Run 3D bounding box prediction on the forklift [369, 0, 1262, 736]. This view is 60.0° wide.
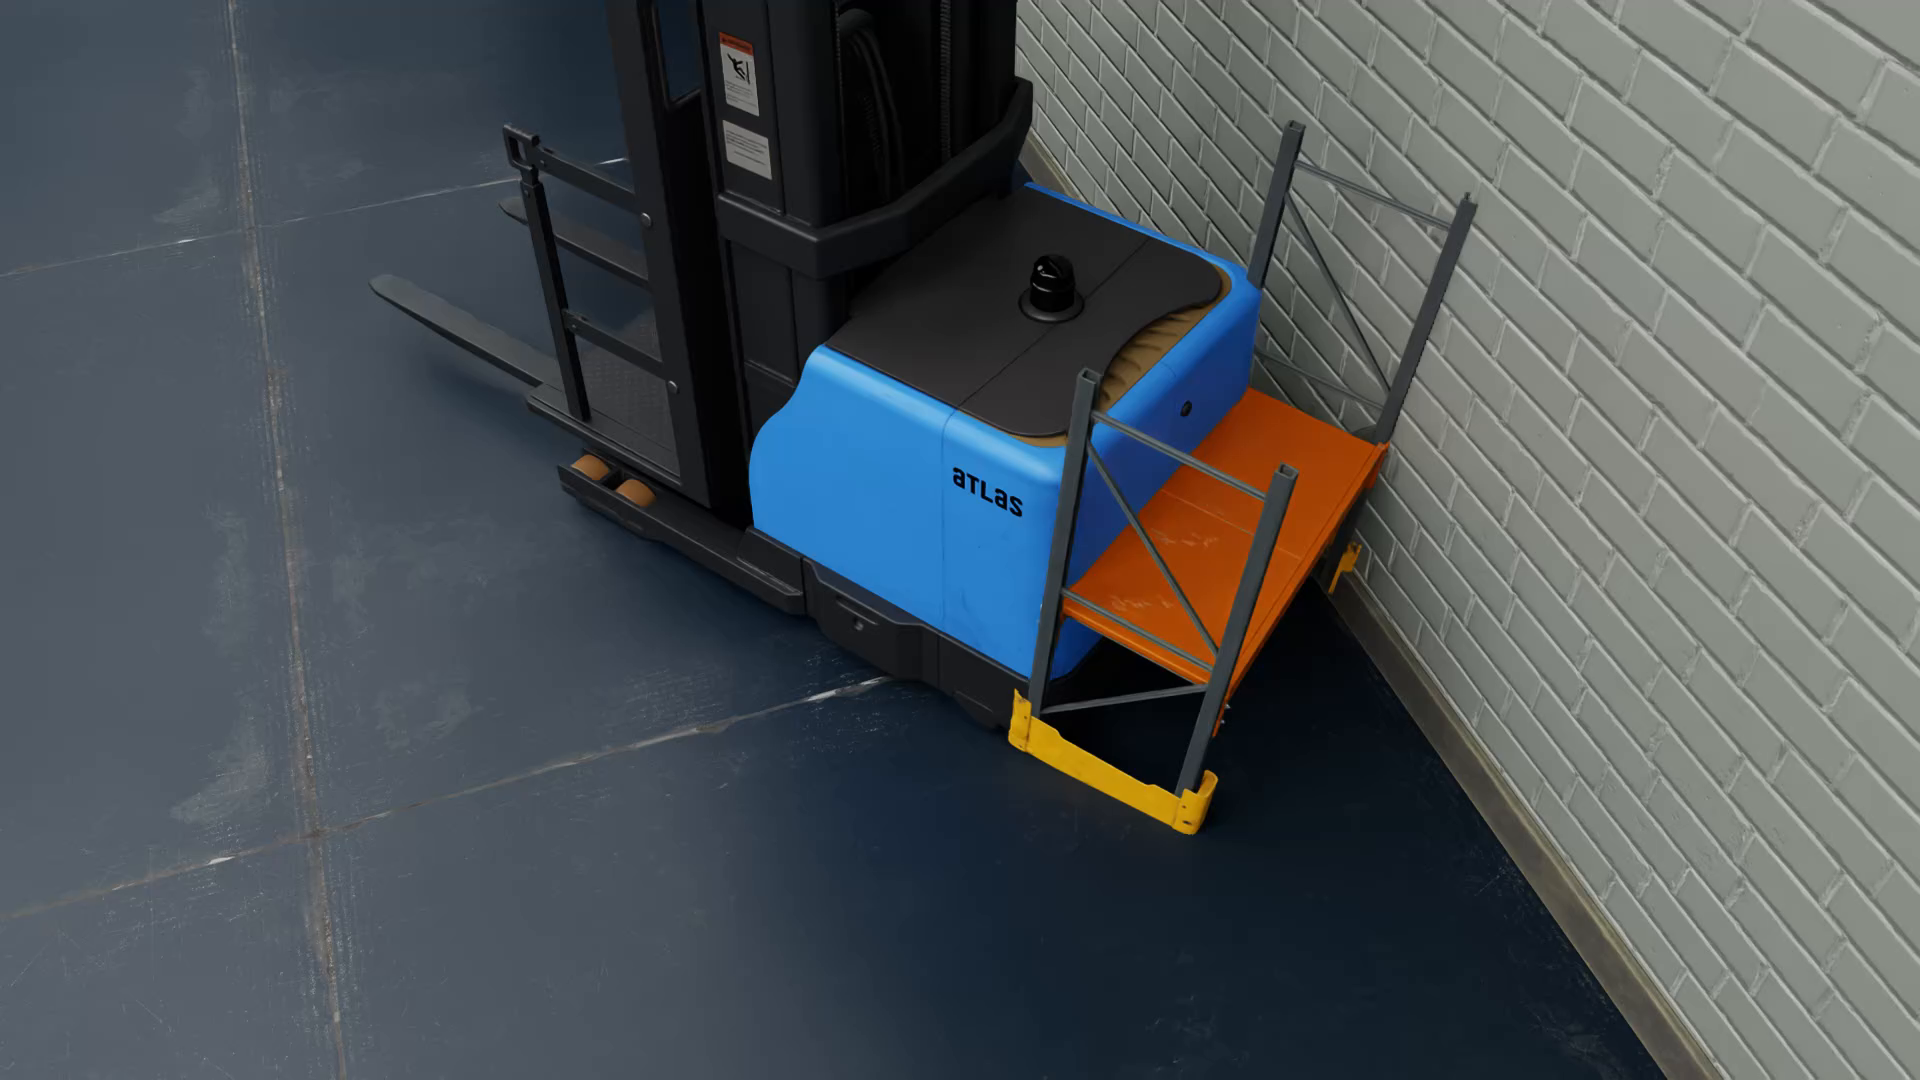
[{"bbox_3d":[-0.662,-1.334,4.510,3.031,2.935,1.130,28,51,25],"label":"forklift"}]

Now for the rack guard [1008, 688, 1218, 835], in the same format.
[{"bbox_3d":[0.404,0.591,4.503,0.587,0.250,0.087,28,55,17],"label":"rack guard"}]

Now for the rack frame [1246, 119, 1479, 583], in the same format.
[{"bbox_3d":[0.968,-0.441,4.552,0.500,1.500,0.032,28,55,17],"label":"rack frame"}]

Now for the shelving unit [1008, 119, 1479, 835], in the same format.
[{"bbox_3d":[0.702,-0.117,4.281,0.587,1.500,1.083,28,55,17],"label":"shelving unit"}]

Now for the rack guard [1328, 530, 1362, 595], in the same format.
[{"bbox_3d":[0.934,-0.056,5.043,0.587,0.250,0.087,28,55,17],"label":"rack guard"}]

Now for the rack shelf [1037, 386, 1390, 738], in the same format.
[{"bbox_3d":[0.687,0.000,4.418,0.538,0.185,1.000,28,55,17],"label":"rack shelf"}]

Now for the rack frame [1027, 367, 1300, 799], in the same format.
[{"bbox_3d":[0.426,0.219,4.001,0.500,1.500,0.032,28,55,17],"label":"rack frame"}]
